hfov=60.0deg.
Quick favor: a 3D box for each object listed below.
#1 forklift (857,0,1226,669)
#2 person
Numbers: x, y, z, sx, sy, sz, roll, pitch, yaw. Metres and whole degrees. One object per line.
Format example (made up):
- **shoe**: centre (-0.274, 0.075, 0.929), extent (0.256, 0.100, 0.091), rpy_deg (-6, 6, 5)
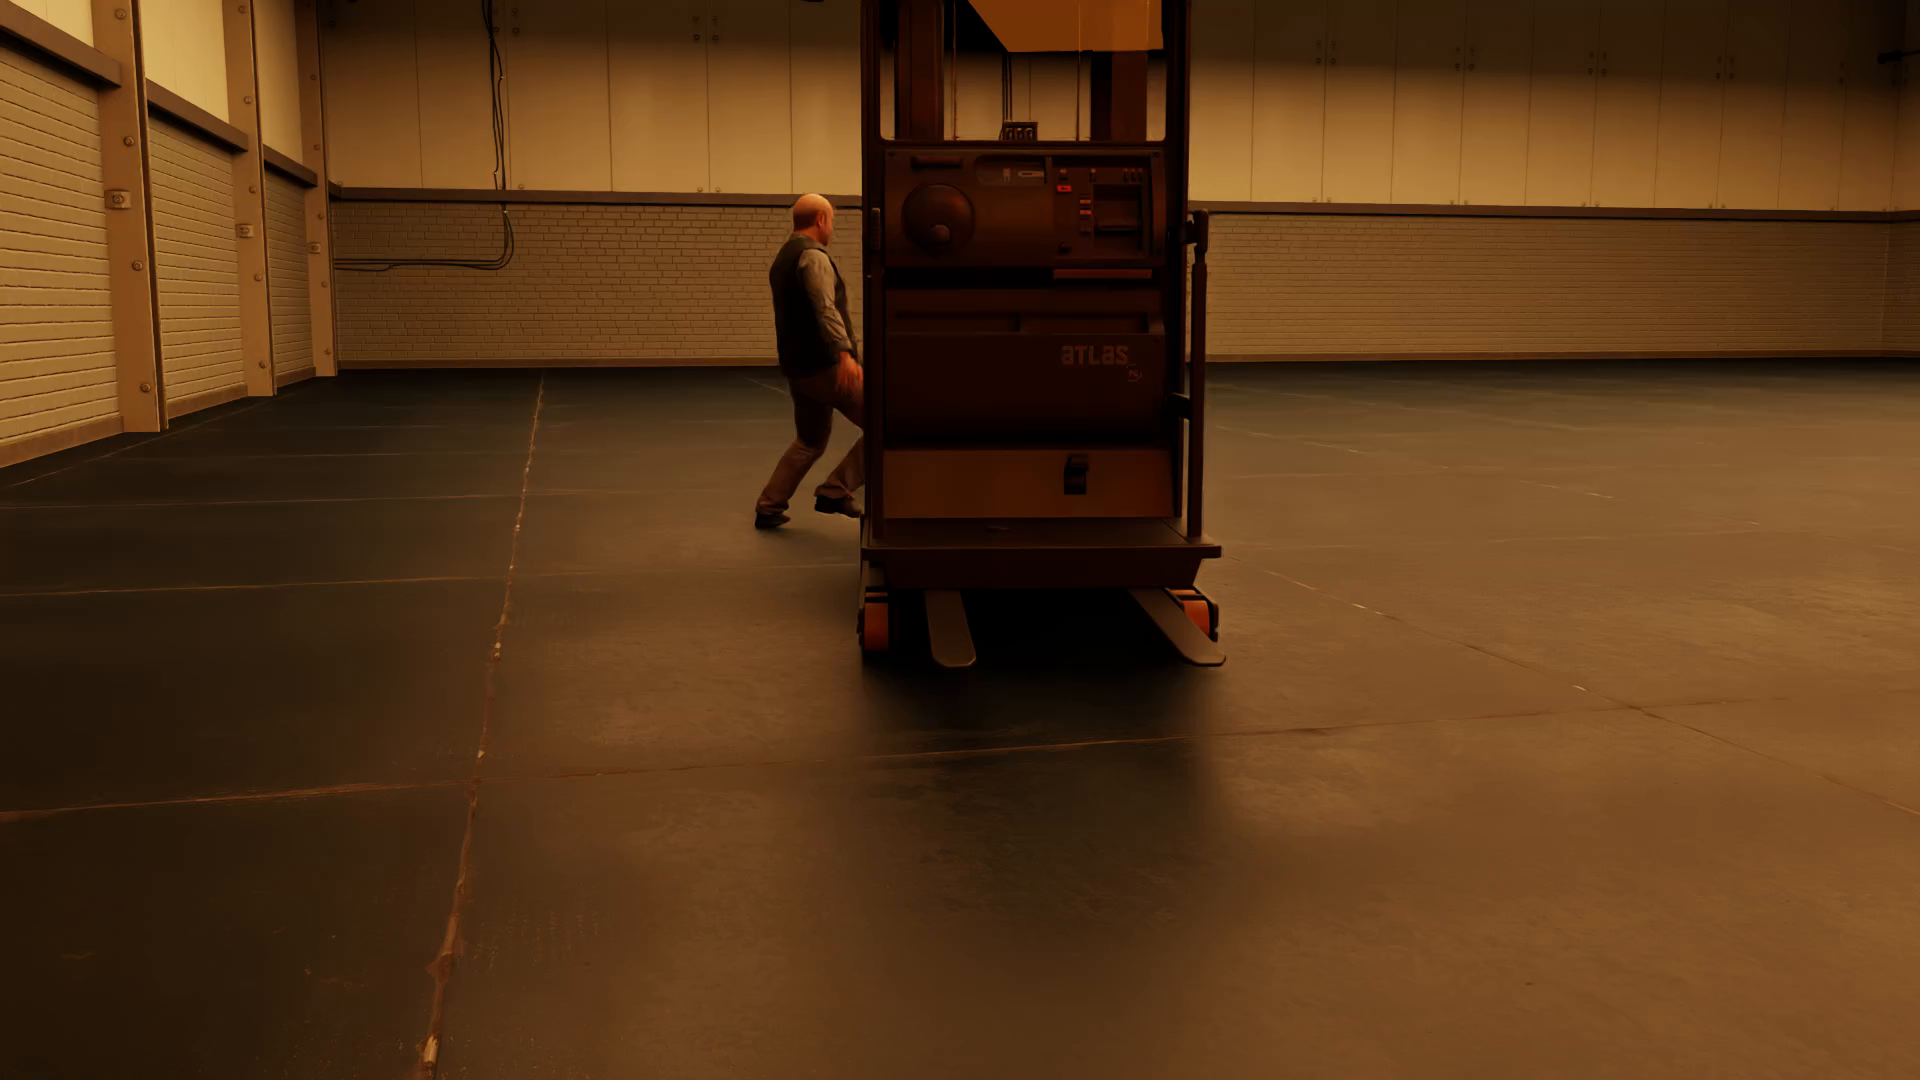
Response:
- **forklift**: centre (0.227, -1.142, 5.293), extent (1.130, 2.935, 3.031), rpy_deg (0, 8, -3)
- **person**: centre (-0.645, -0.836, 7.962), extent (0.594, 1.615, 0.916), rpy_deg (-3, 9, -23)
